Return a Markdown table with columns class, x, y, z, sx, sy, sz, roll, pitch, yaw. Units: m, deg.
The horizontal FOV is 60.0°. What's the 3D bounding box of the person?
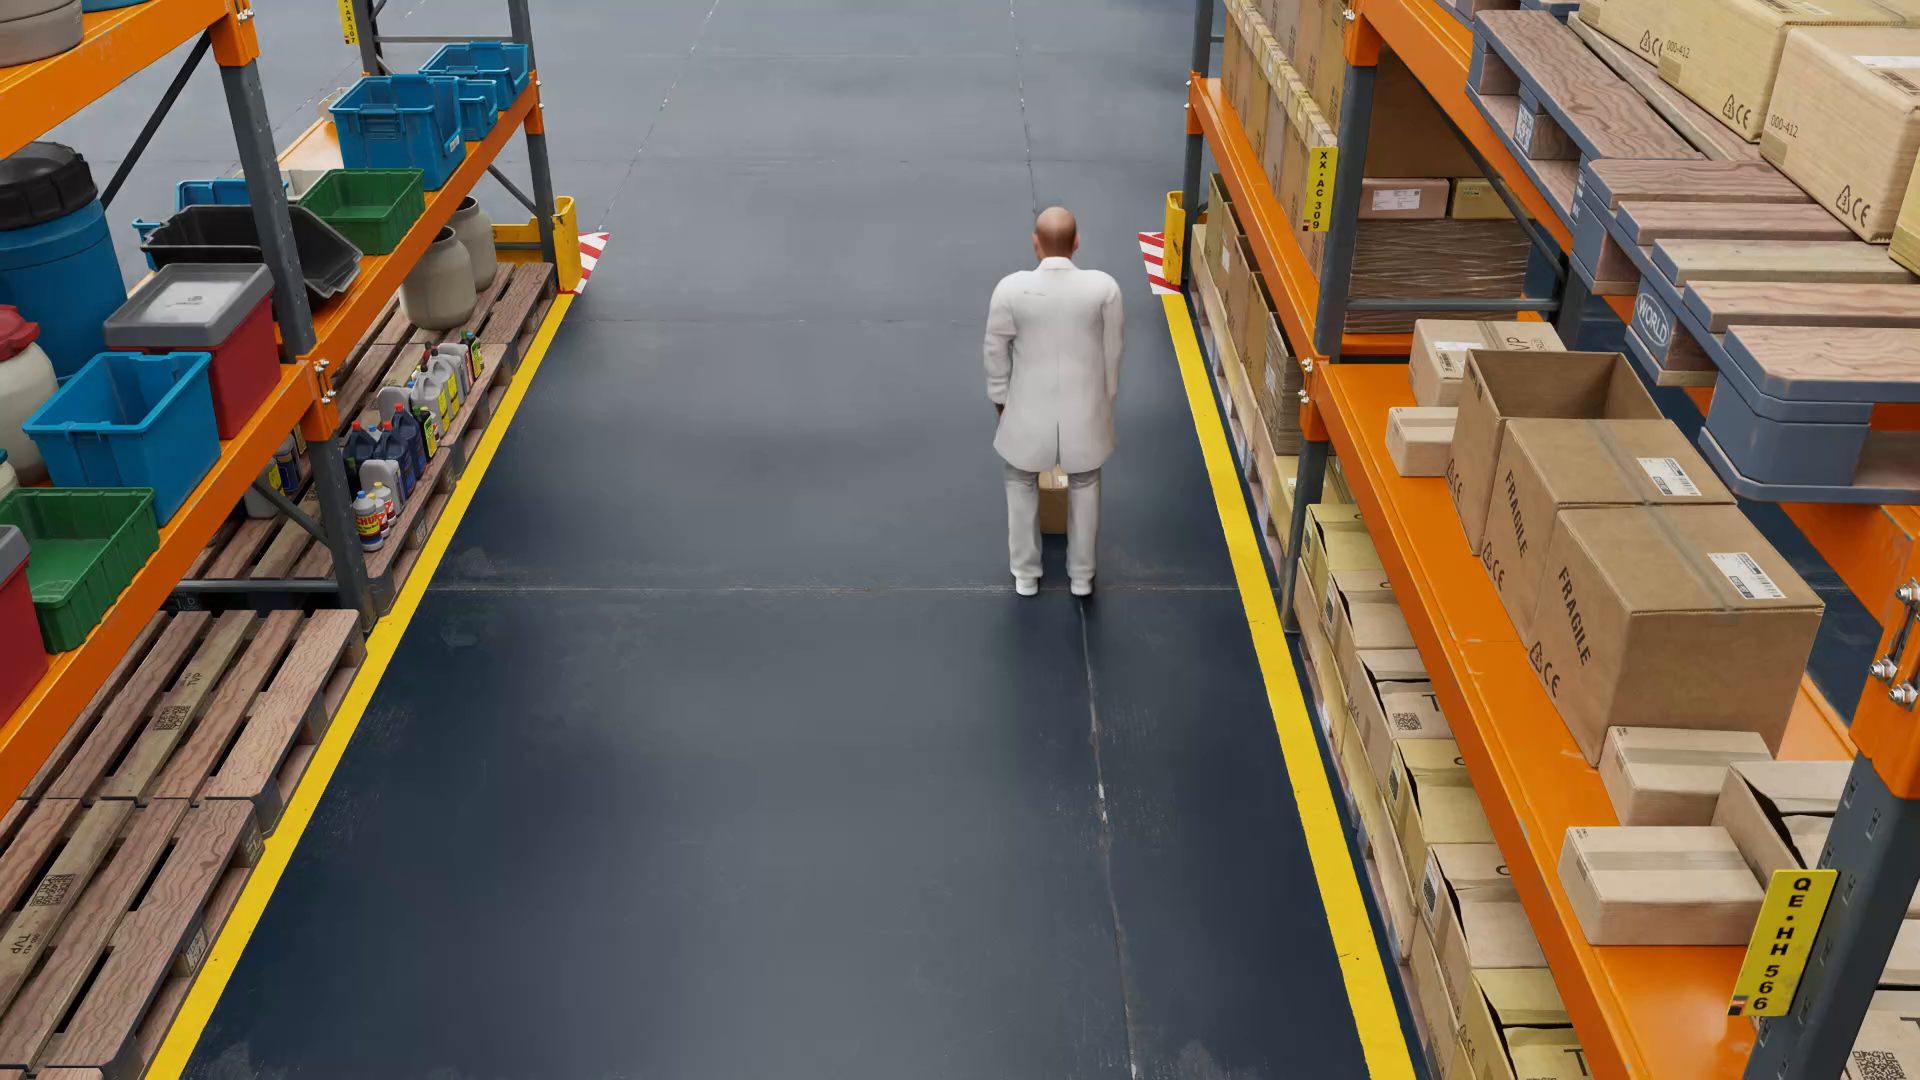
| class | x | y | z | sx | sy | sz | roll | pitch | yaw |
| --- | --- | --- | --- | --- | --- | --- | --- | --- | --- |
| person | 0.393 | -0.502 | 7.177 | 0.587 | 1.587 | 0.409 | 1 | 31 | 2 |
